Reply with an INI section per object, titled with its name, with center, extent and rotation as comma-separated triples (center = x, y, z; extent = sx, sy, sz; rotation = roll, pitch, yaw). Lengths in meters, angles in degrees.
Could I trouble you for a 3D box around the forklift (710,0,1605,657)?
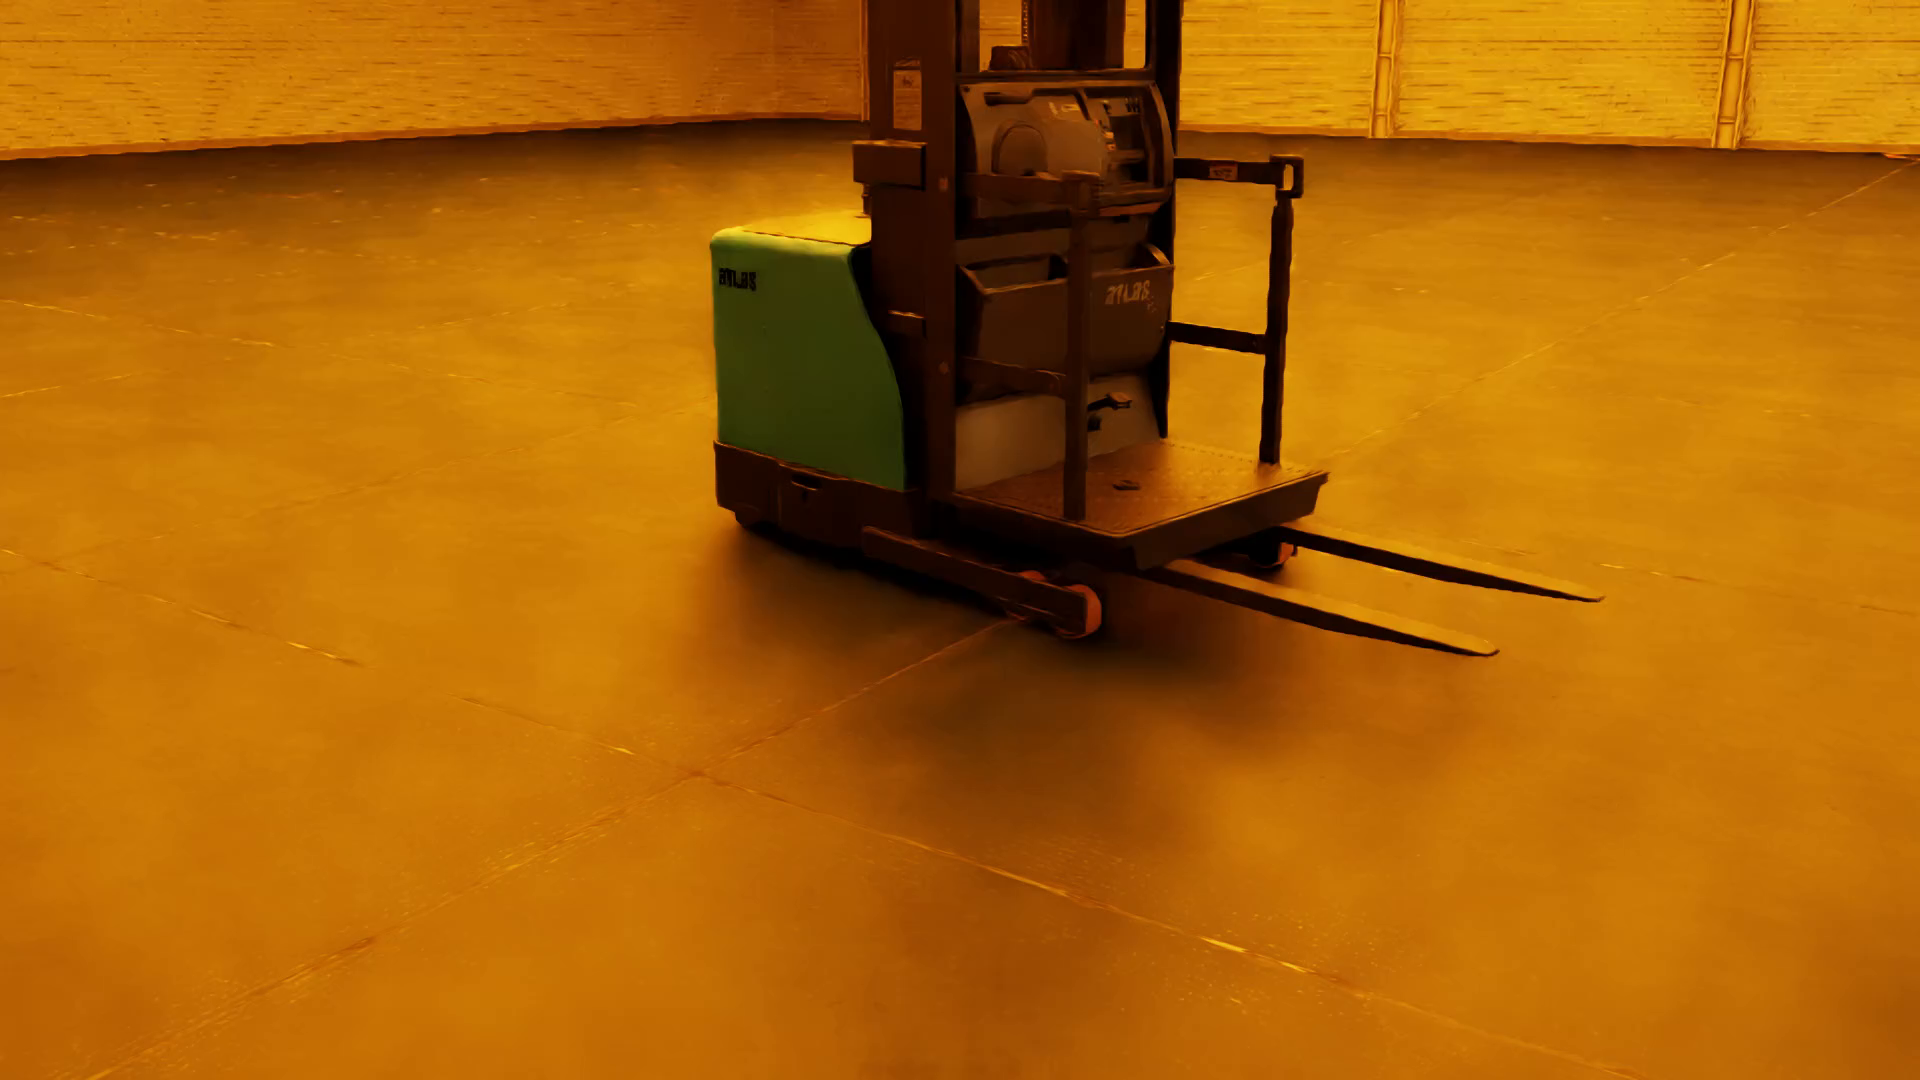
[forklift]
center = 0.498, -1.273, 5.091
extent = 3.031, 2.935, 1.130
rotation = 16, 23, 43
